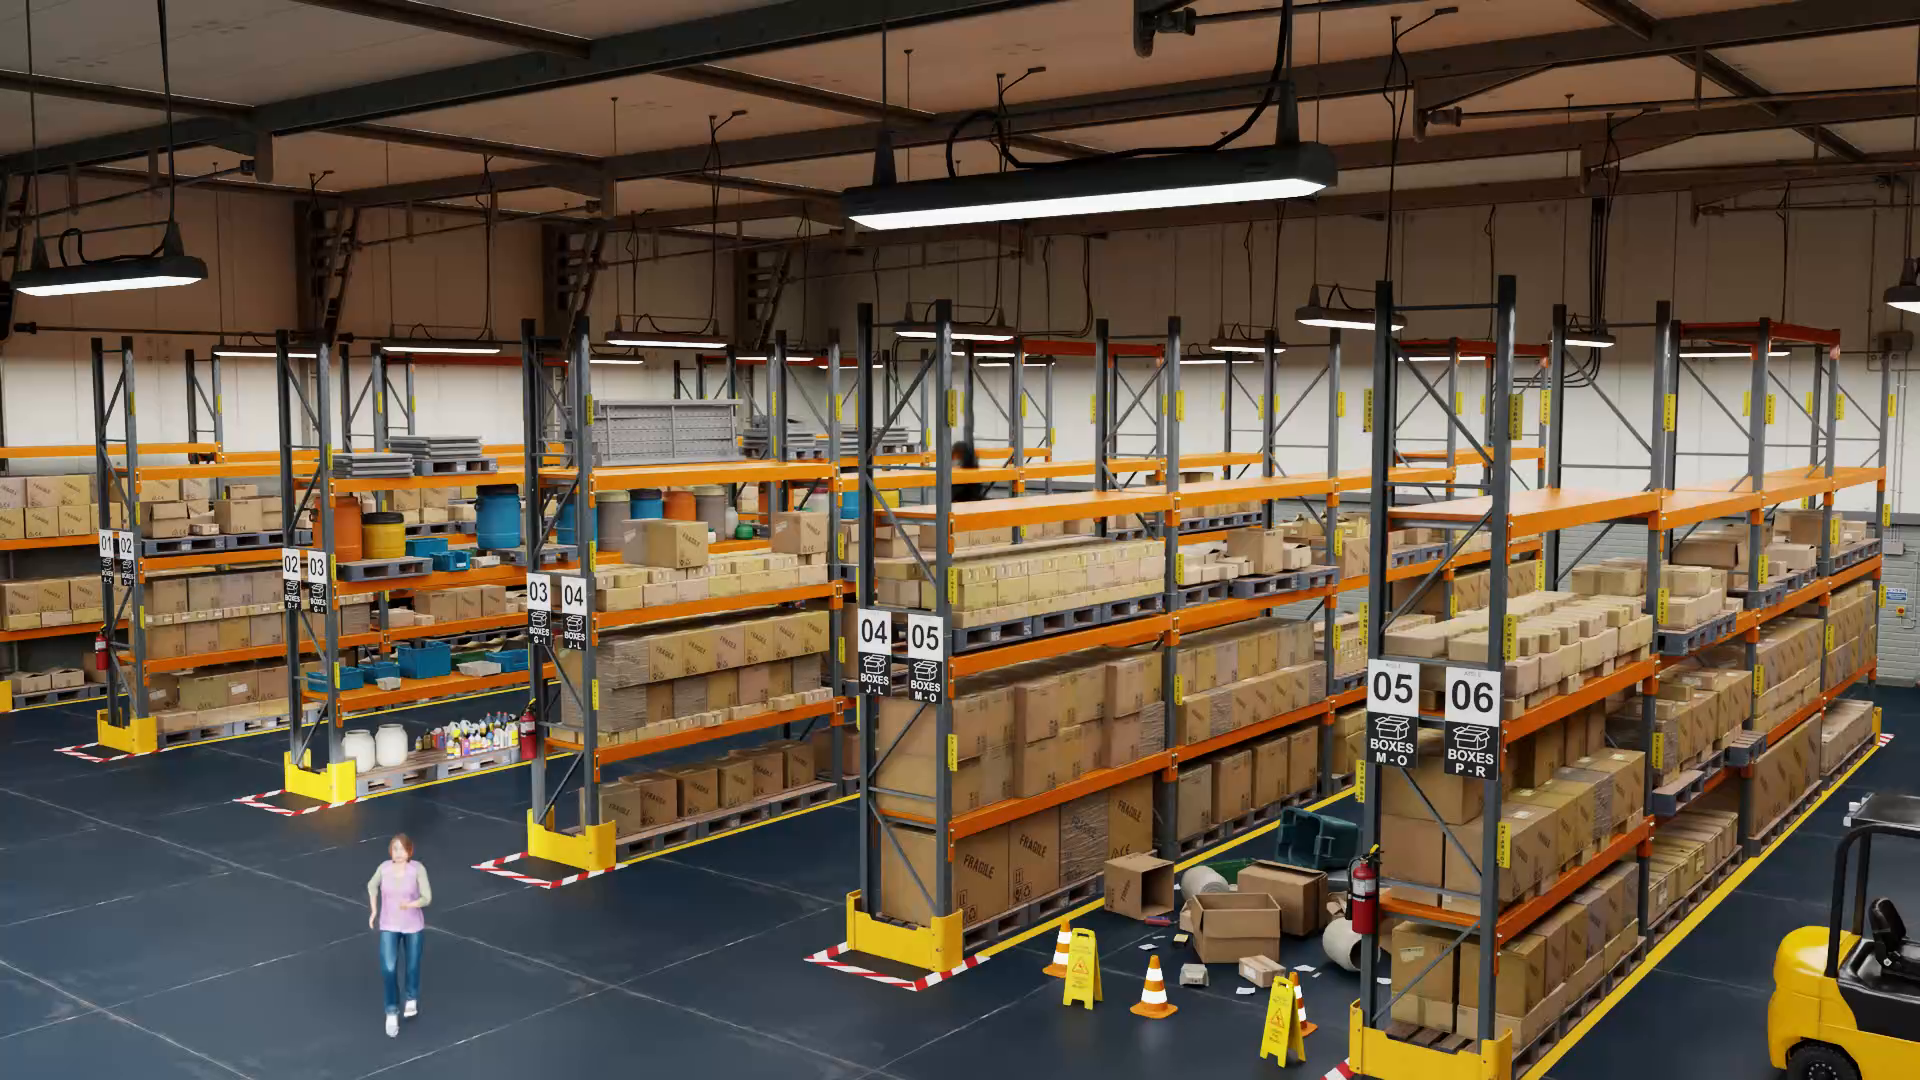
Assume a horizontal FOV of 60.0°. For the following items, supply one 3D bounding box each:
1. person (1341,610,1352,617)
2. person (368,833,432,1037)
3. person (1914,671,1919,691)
[{"bbox_3d":[6.298,1.990,27.025,0.553,1.725,0.764,4,6,38],"label":"person"},{"bbox_3d":[-4.553,3.192,13.528,0.505,1.625,0.691,-1,5,-16],"label":"person"},{"bbox_3d":[13.332,2.327,22.590,0.665,1.826,0.754,3,6,33],"label":"person"}]
